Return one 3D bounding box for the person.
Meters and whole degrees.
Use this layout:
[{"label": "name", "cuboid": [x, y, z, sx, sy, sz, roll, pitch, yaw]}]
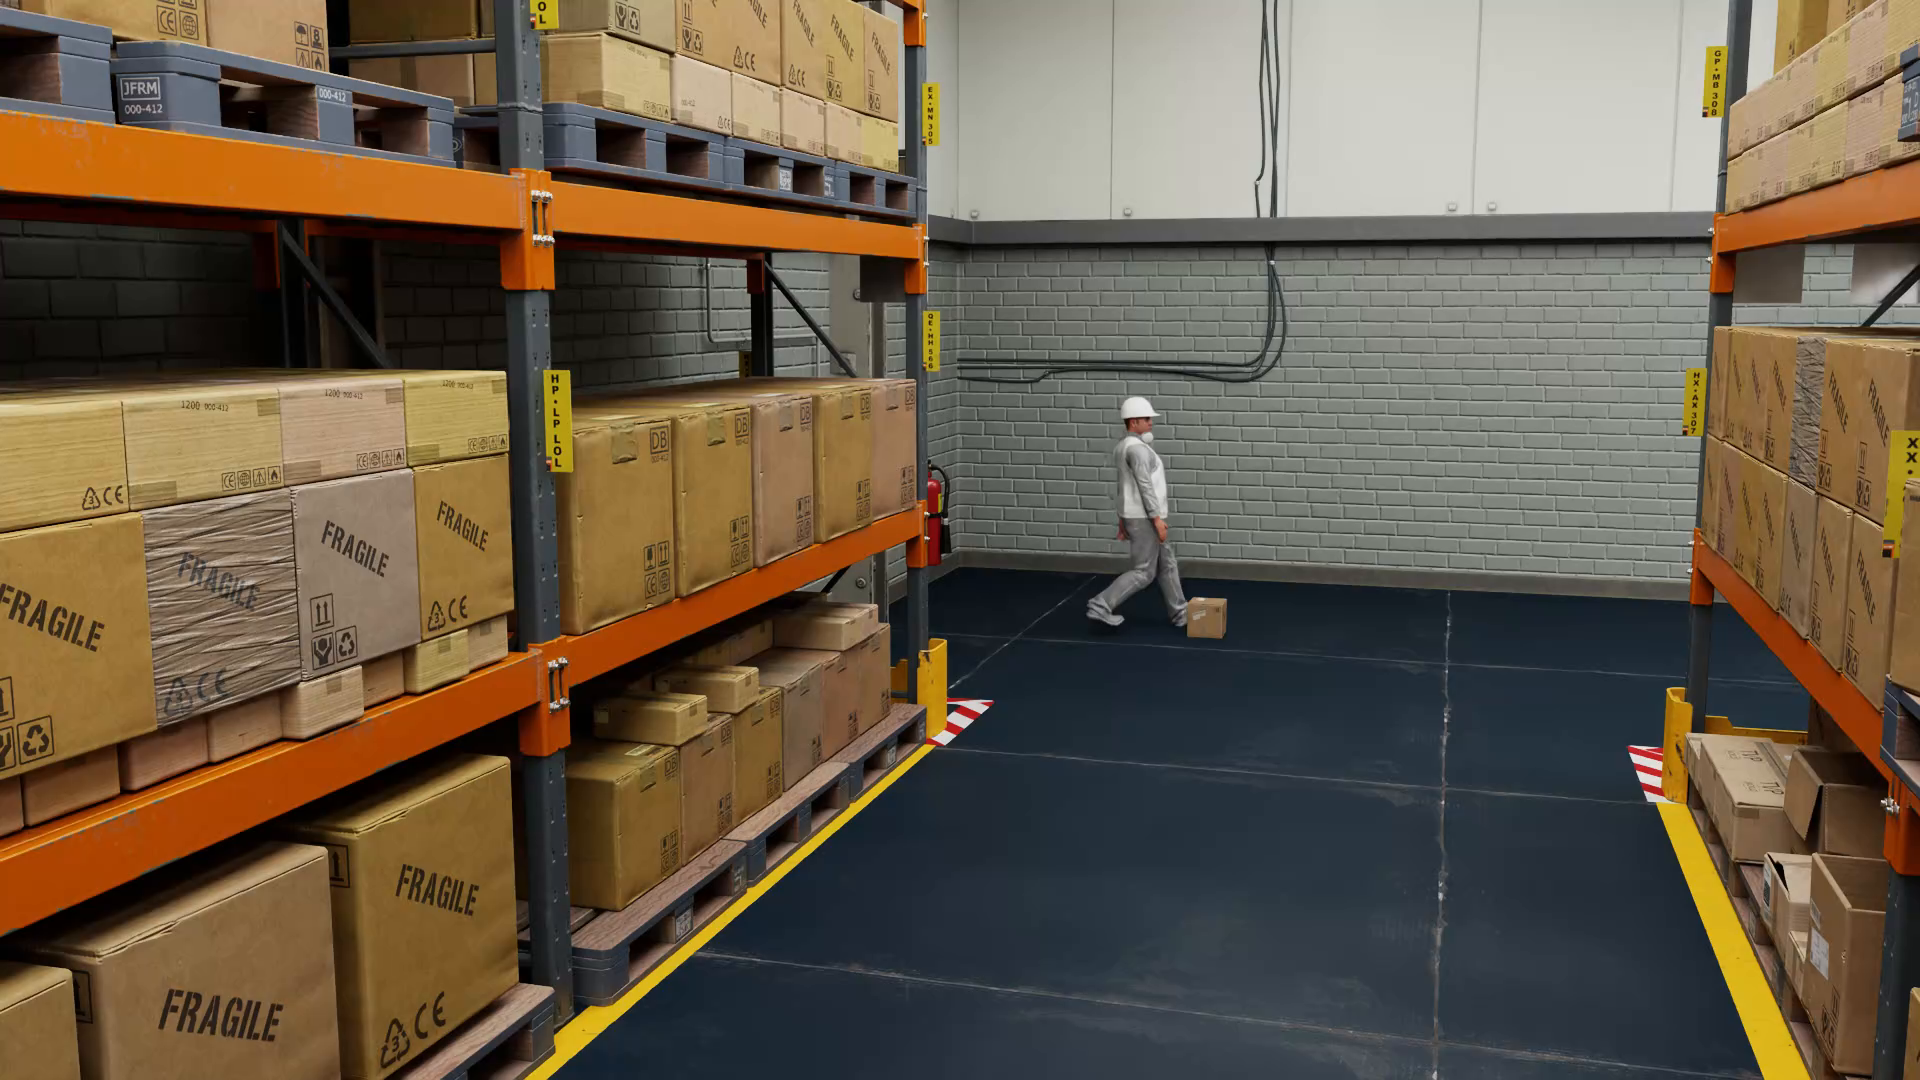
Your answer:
[{"label": "person", "cuboid": [1.397, -0.179, 12.162, 0.978, 1.733, 0.556, 0, 8, -2]}]
